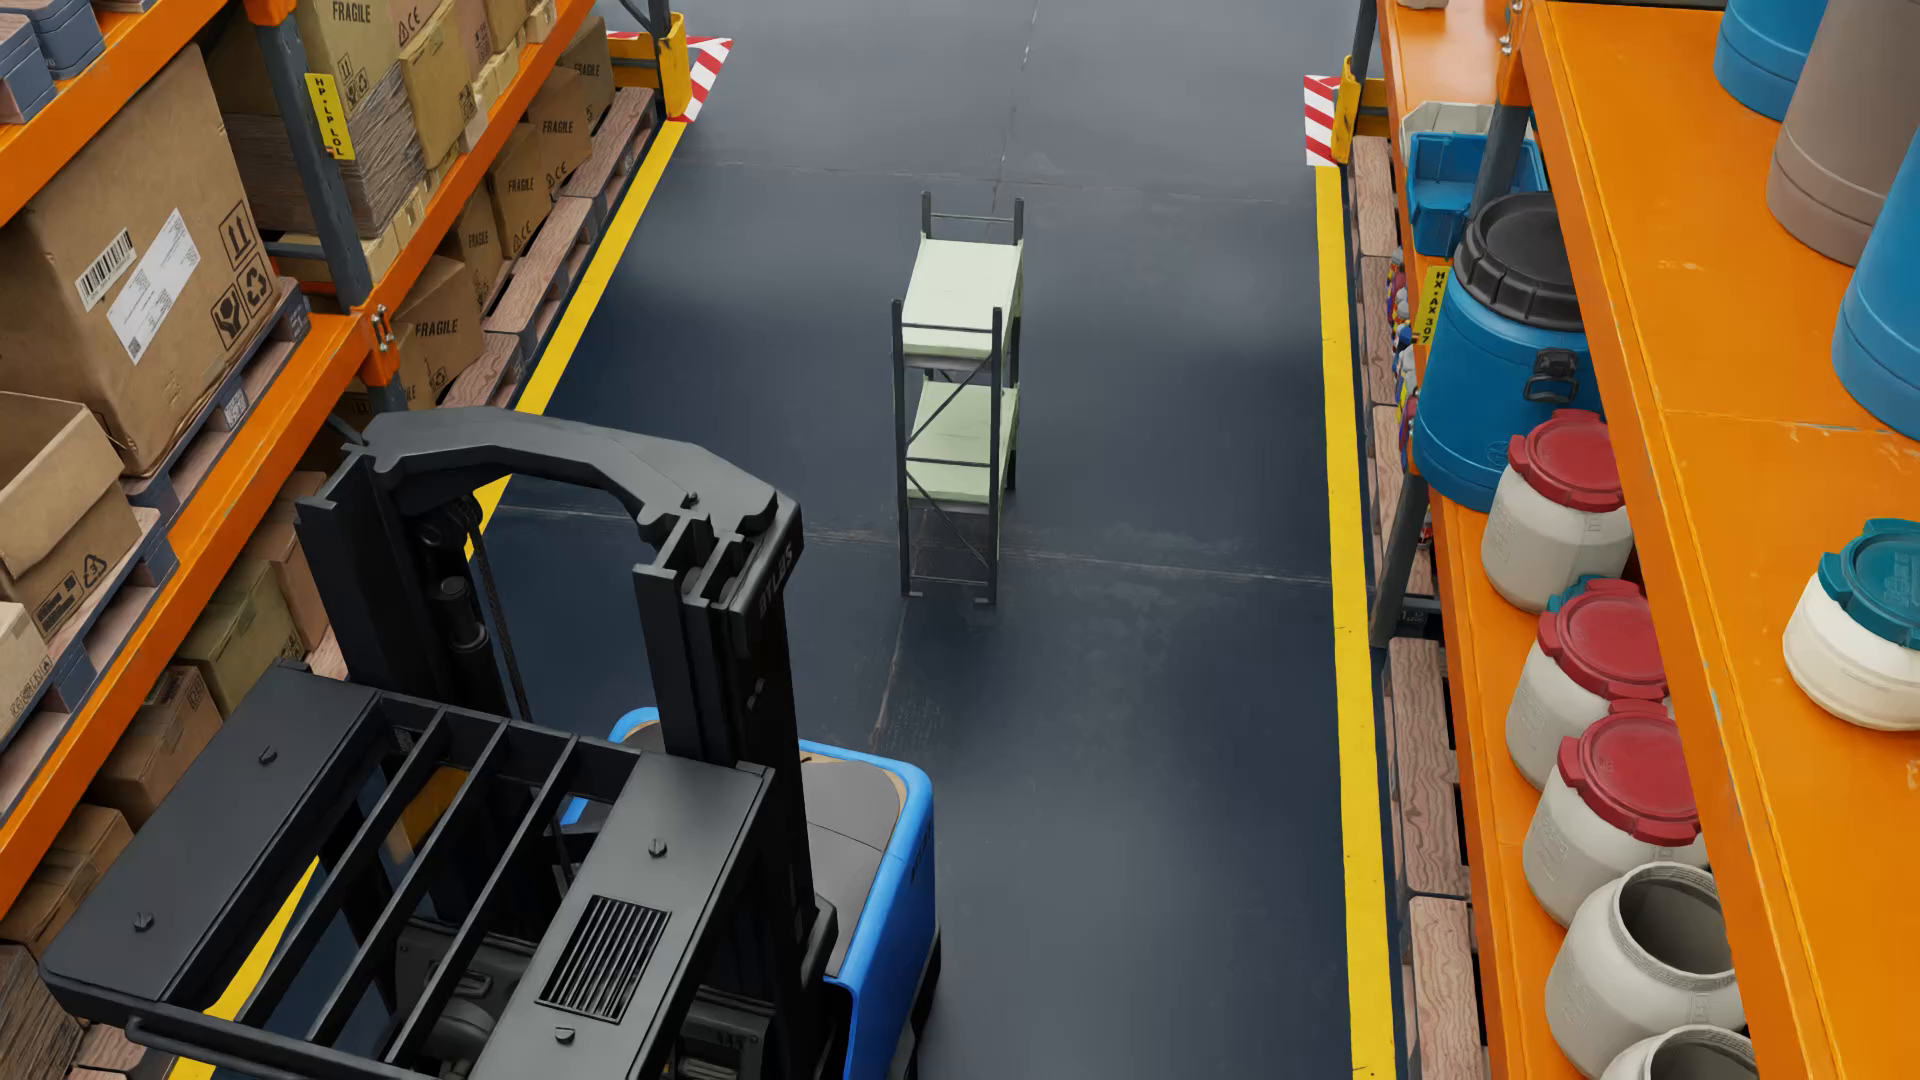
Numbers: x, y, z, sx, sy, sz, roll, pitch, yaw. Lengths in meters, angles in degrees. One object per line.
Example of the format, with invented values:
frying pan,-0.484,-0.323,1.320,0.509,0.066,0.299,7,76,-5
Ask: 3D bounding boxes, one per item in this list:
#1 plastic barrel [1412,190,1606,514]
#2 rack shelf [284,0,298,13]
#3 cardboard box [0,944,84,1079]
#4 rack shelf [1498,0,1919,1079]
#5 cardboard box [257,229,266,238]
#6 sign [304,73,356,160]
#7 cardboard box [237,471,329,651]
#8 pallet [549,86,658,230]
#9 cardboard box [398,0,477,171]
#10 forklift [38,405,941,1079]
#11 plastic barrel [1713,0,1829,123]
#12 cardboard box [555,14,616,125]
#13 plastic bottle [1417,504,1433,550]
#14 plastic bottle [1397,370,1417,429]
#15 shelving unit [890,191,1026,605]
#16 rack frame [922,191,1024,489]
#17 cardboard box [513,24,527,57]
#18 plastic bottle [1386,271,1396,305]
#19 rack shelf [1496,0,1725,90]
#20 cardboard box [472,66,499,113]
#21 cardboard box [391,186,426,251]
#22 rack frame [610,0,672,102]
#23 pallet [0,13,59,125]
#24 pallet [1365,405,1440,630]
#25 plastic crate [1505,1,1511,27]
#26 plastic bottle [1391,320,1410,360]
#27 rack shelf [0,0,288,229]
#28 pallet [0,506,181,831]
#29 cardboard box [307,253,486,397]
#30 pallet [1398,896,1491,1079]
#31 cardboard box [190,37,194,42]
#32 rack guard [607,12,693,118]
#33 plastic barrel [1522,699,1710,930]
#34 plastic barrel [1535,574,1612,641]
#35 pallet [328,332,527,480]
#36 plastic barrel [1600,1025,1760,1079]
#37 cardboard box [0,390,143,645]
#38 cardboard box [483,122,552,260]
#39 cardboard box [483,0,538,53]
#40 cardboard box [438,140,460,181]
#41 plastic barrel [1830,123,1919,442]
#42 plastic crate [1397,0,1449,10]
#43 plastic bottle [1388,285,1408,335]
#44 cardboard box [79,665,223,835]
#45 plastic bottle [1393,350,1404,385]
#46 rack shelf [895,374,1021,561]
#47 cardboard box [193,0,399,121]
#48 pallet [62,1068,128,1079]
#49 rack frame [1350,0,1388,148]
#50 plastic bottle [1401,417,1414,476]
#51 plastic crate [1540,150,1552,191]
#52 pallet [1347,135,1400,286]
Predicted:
plastic barrel,1.821,-0.592,5.329,0.600,0.901,0.708,5,44,6
rack shelf,-2.473,-3.287,6.881,1.077,0.370,4.000,5,44,6
cardboard box,-3.137,1.541,4.939,0.700,0.500,0.500,2,43,2
rack shelf,1.908,-0.110,3.526,1.077,0.370,4.000,5,44,6
cardboard box,-2.958,-1.347,6.674,0.380,0.149,0.250,5,44,6
sign,-2.187,-1.468,5.777,0.100,0.325,0.005,5,44,6
cardboard box,-2.840,0.069,6.494,0.700,0.500,0.500,2,43,2
pallet,-2.361,-2.207,9.427,1.003,0.211,1.213,5,44,6
cardboard box,-2.516,-1.879,6.763,0.875,0.500,0.500,5,44,6
forklift,-0.953,1.284,3.763,1.130,2.935,3.031,11,45,11
plastic barrel,2.320,-1.550,4.159,0.600,0.901,0.708,5,44,6
cardboard box,-2.308,-2.642,9.372,0.500,0.500,0.500,13,45,13
plastic bottle,1.911,-0.065,6.852,0.097,0.201,0.097,0,43,0
plastic bottle,2.040,-0.659,7.371,0.144,0.351,0.185,5,44,5
shelving unit,0.001,-0.549,6.739,0.431,1.500,0.755,5,44,6
rack frame,0.049,-0.799,7.003,0.400,1.500,0.023,5,44,6
cardboard box,-2.238,-2.322,7.703,0.380,0.149,0.250,5,44,6
plastic bottle,2.139,-1.237,8.090,0.097,0.201,0.097,0,43,0
rack shelf,2.437,-2.836,6.405,1.077,0.370,4.000,5,44,6
cardboard box,-2.270,-1.978,7.340,0.380,0.149,0.250,5,44,6
cardboard box,-2.365,-1.293,6.616,0.380,0.149,0.250,5,44,6
rack frame,-2.209,-3.822,9.104,1.000,3.000,0.127,5,44,6
pallet,-3.059,-0.998,4.078,1.213,0.211,1.003,5,44,6
pallet,2.302,-0.087,7.188,1.003,0.211,1.213,5,44,6
plastic crate,2.840,-2.507,7.824,0.499,0.251,0.408,5,44,6
plastic bottle,2.081,-0.938,7.775,0.097,0.201,0.097,0,43,0
rack shelf,-3.002,-0.561,4.002,1.077,0.370,4.000,5,44,6
pallet,-3.045,0.347,4.841,1.003,0.211,1.213,5,44,6
cardboard box,-2.577,-1.000,7.638,0.500,0.500,0.500,19,46,19
pallet,1.948,1.740,5.259,1.003,0.211,1.213,5,44,6
cardboard box,-2.951,-1.935,6.095,0.500,0.500,0.500,5,44,6
rack guard,-2.219,-2.862,9.909,1.175,0.500,0.348,5,44,6
plastic barrel,1.674,0.732,4.196,0.433,0.535,0.433,0,43,0
plastic barrel,1.845,0.293,4.860,0.301,0.262,0.301,0,43,0
pallet,-2.684,-0.544,7.671,1.003,0.211,1.213,5,44,6
plastic barrel,1.568,1.320,3.593,0.421,0.512,0.421,0,43,0
cardboard box,-2.875,-0.096,4.789,0.797,0.503,0.637,9,44,10
cardboard box,-2.454,-1.807,8.489,0.500,0.500,0.500,9,44,9
cardboard box,-2.442,-2.565,7.489,0.875,0.500,0.500,5,44,6
cardboard box,-2.336,-1.637,6.980,0.380,0.149,0.250,5,44,6
plastic barrel,2.147,-0.659,3.218,0.600,0.901,0.708,5,44,6
plastic crate,2.264,-2.695,8.106,0.298,0.136,0.250,5,44,6
plastic bottle,2.107,-1.100,7.894,0.097,0.271,0.097,0,43,0
cardboard box,-2.995,0.774,5.749,0.700,0.500,0.500,2,43,2
plastic bottle,2.054,-0.798,7.627,0.097,0.201,0.097,0,43,0
rack shelf,0.001,-0.312,6.963,0.431,0.370,0.720,5,44,6
cardboard box,-2.426,-1.887,6.044,0.500,0.500,0.500,5,44,6
pallet,-3.161,2.111,4.867,1.003,0.211,1.213,5,44,6
rack frame,2.701,-3.371,8.629,1.000,3.000,0.127,5,44,6
plastic bottle,1.997,-0.439,7.139,0.144,0.351,0.185,3,44,3
plastic crate,2.631,-1.468,6.773,0.450,0.188,0.662,5,44,6
pallet,2.625,-1.750,8.944,1.003,0.211,1.213,5,44,6
